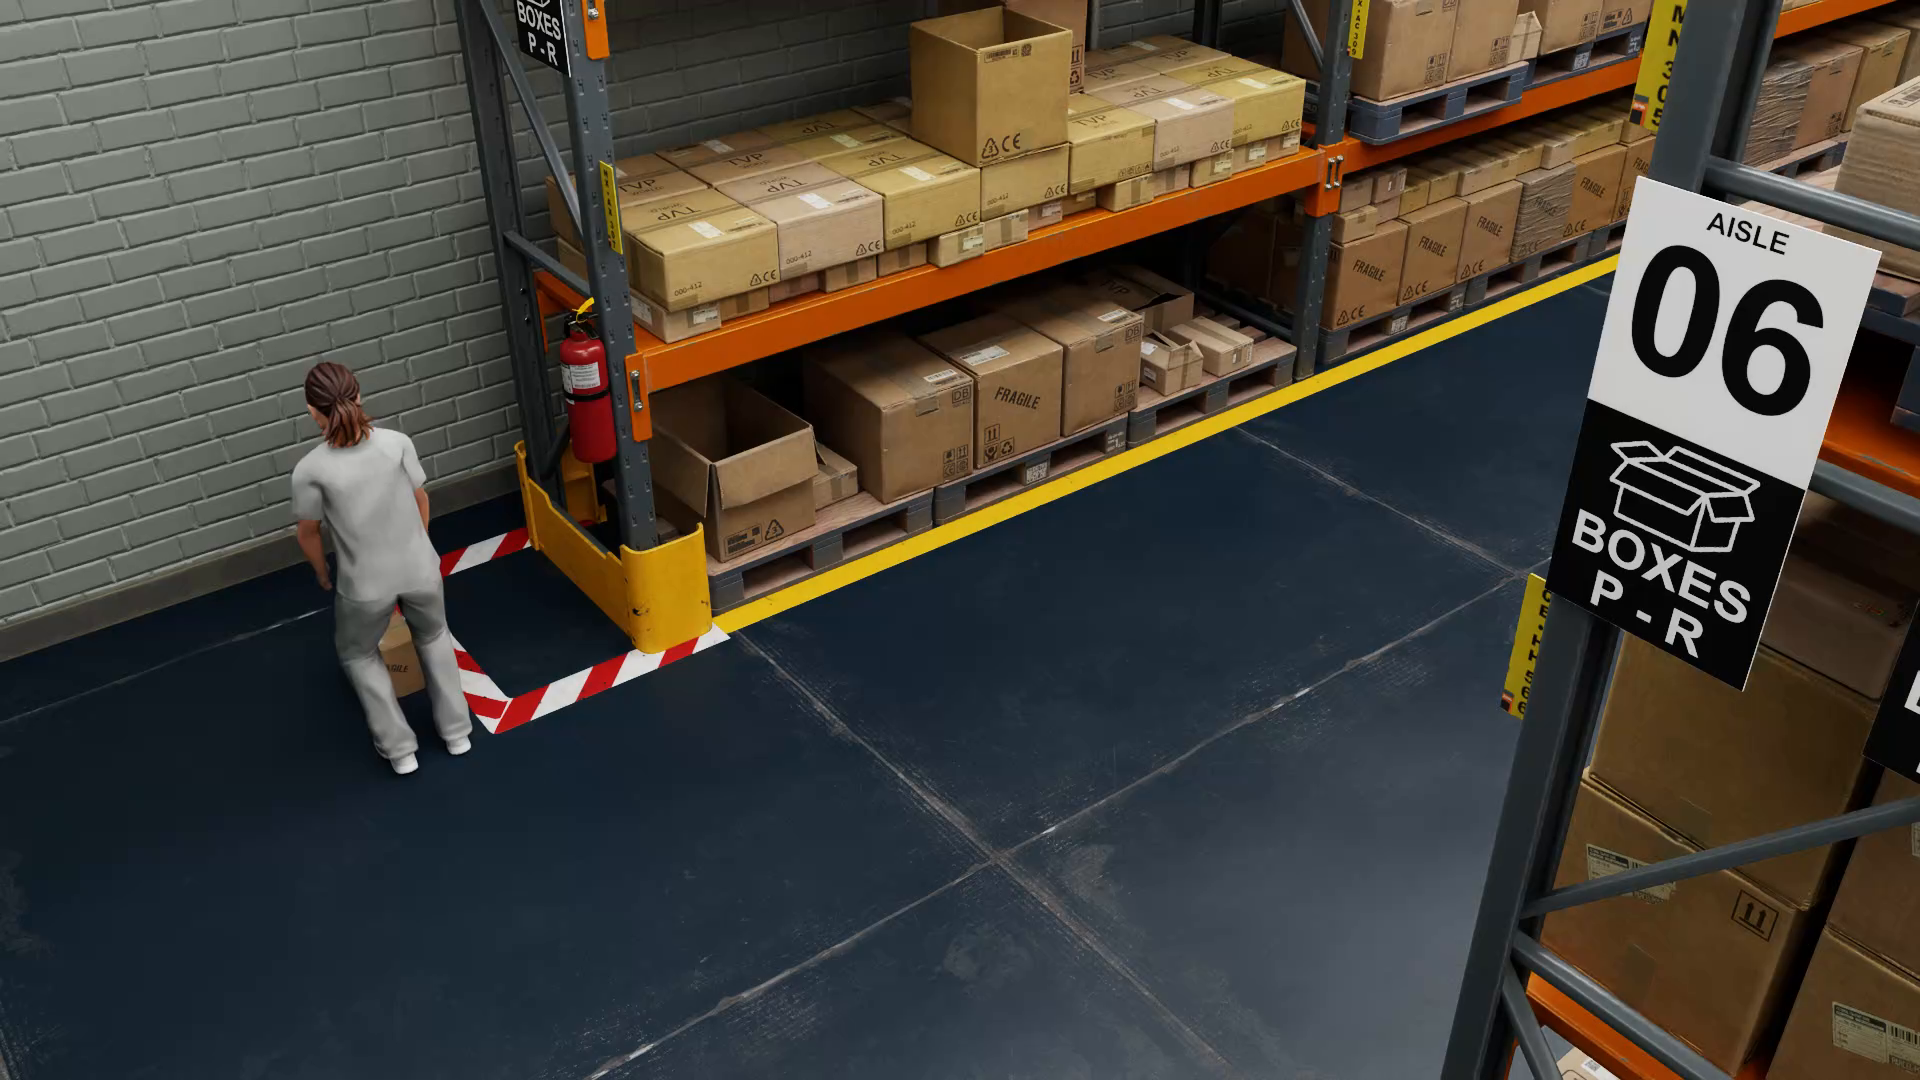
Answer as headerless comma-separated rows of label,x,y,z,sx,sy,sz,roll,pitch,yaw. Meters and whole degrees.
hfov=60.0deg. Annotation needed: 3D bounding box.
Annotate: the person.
person,-2.109,0.124,6.019,0.468,1.603,0.426,-18,36,-26
